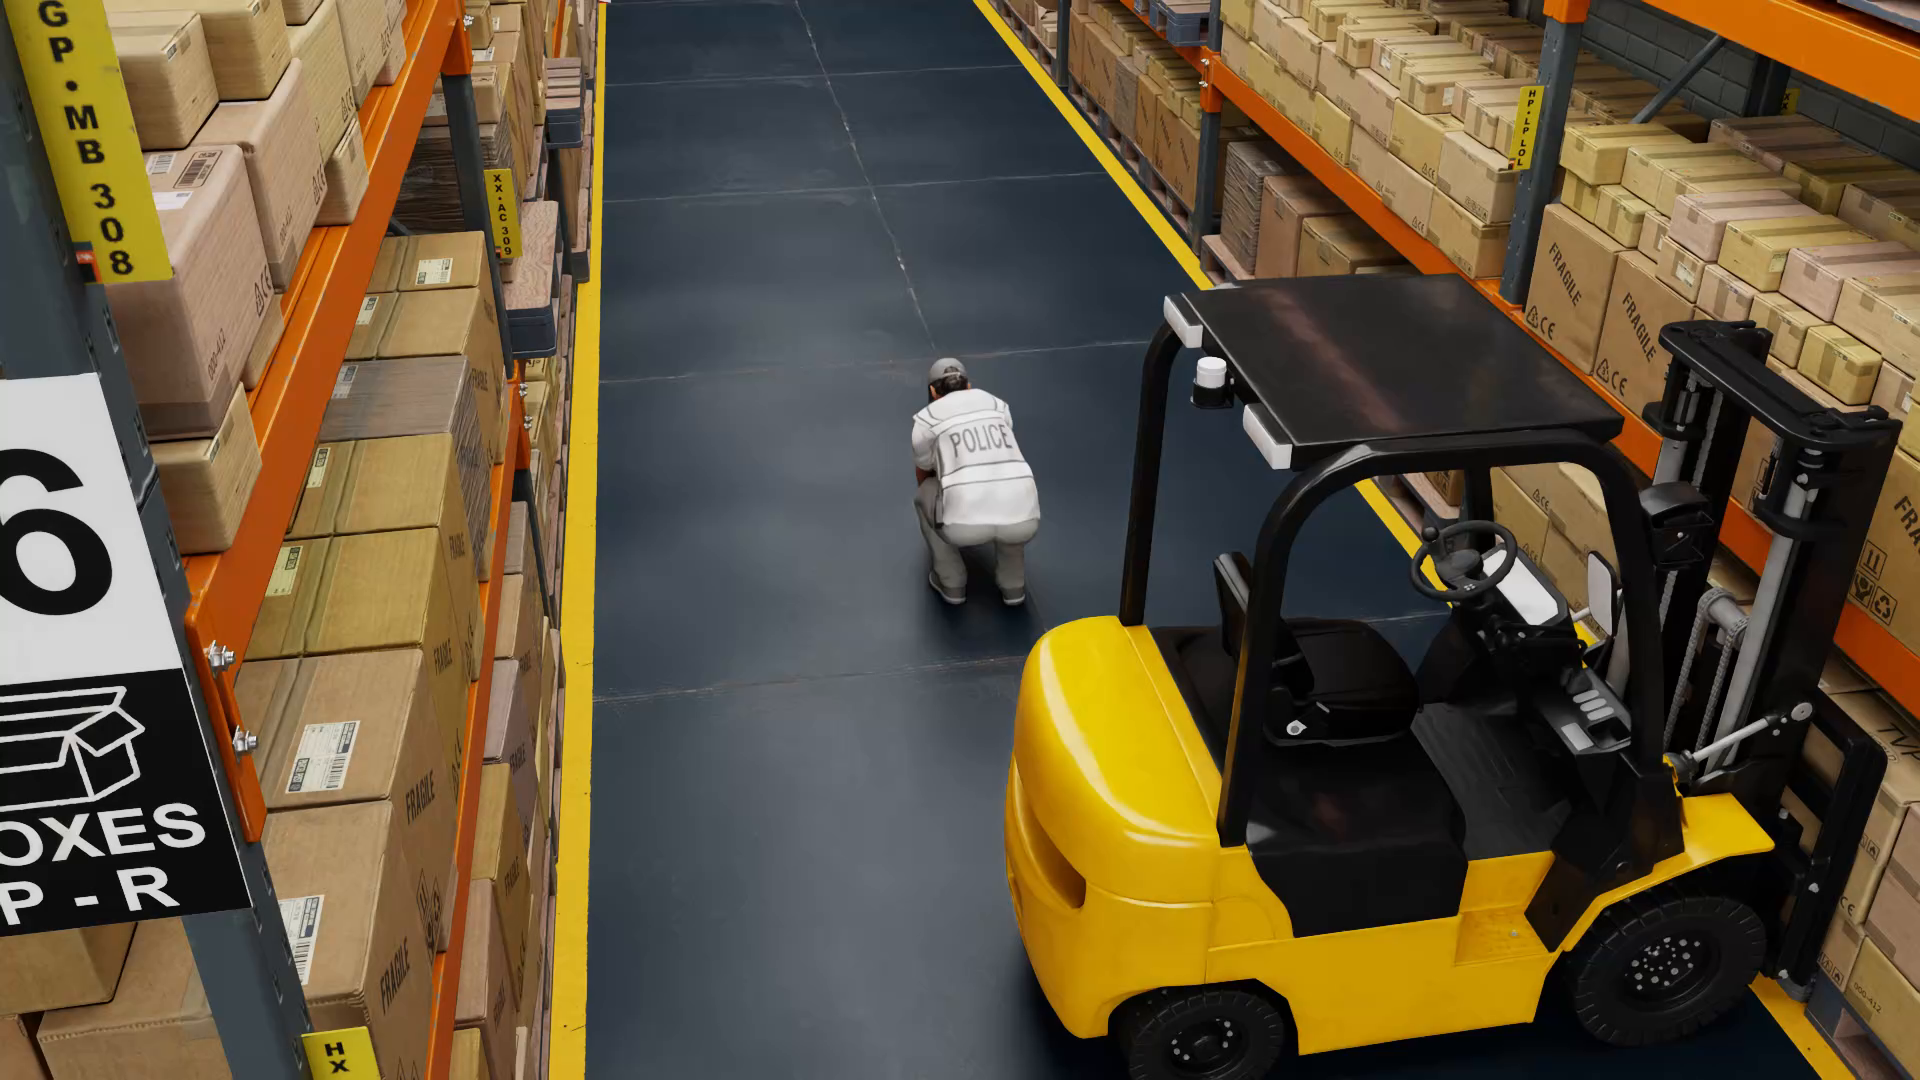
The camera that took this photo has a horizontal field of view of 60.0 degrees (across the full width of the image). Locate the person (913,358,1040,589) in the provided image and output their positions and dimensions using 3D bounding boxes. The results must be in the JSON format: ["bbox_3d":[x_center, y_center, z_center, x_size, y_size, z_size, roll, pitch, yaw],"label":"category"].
[{"bbox_3d":[0.060,-0.246,7.204,0.495,0.907,0.867,-6,31,-10],"label":"person"}]
